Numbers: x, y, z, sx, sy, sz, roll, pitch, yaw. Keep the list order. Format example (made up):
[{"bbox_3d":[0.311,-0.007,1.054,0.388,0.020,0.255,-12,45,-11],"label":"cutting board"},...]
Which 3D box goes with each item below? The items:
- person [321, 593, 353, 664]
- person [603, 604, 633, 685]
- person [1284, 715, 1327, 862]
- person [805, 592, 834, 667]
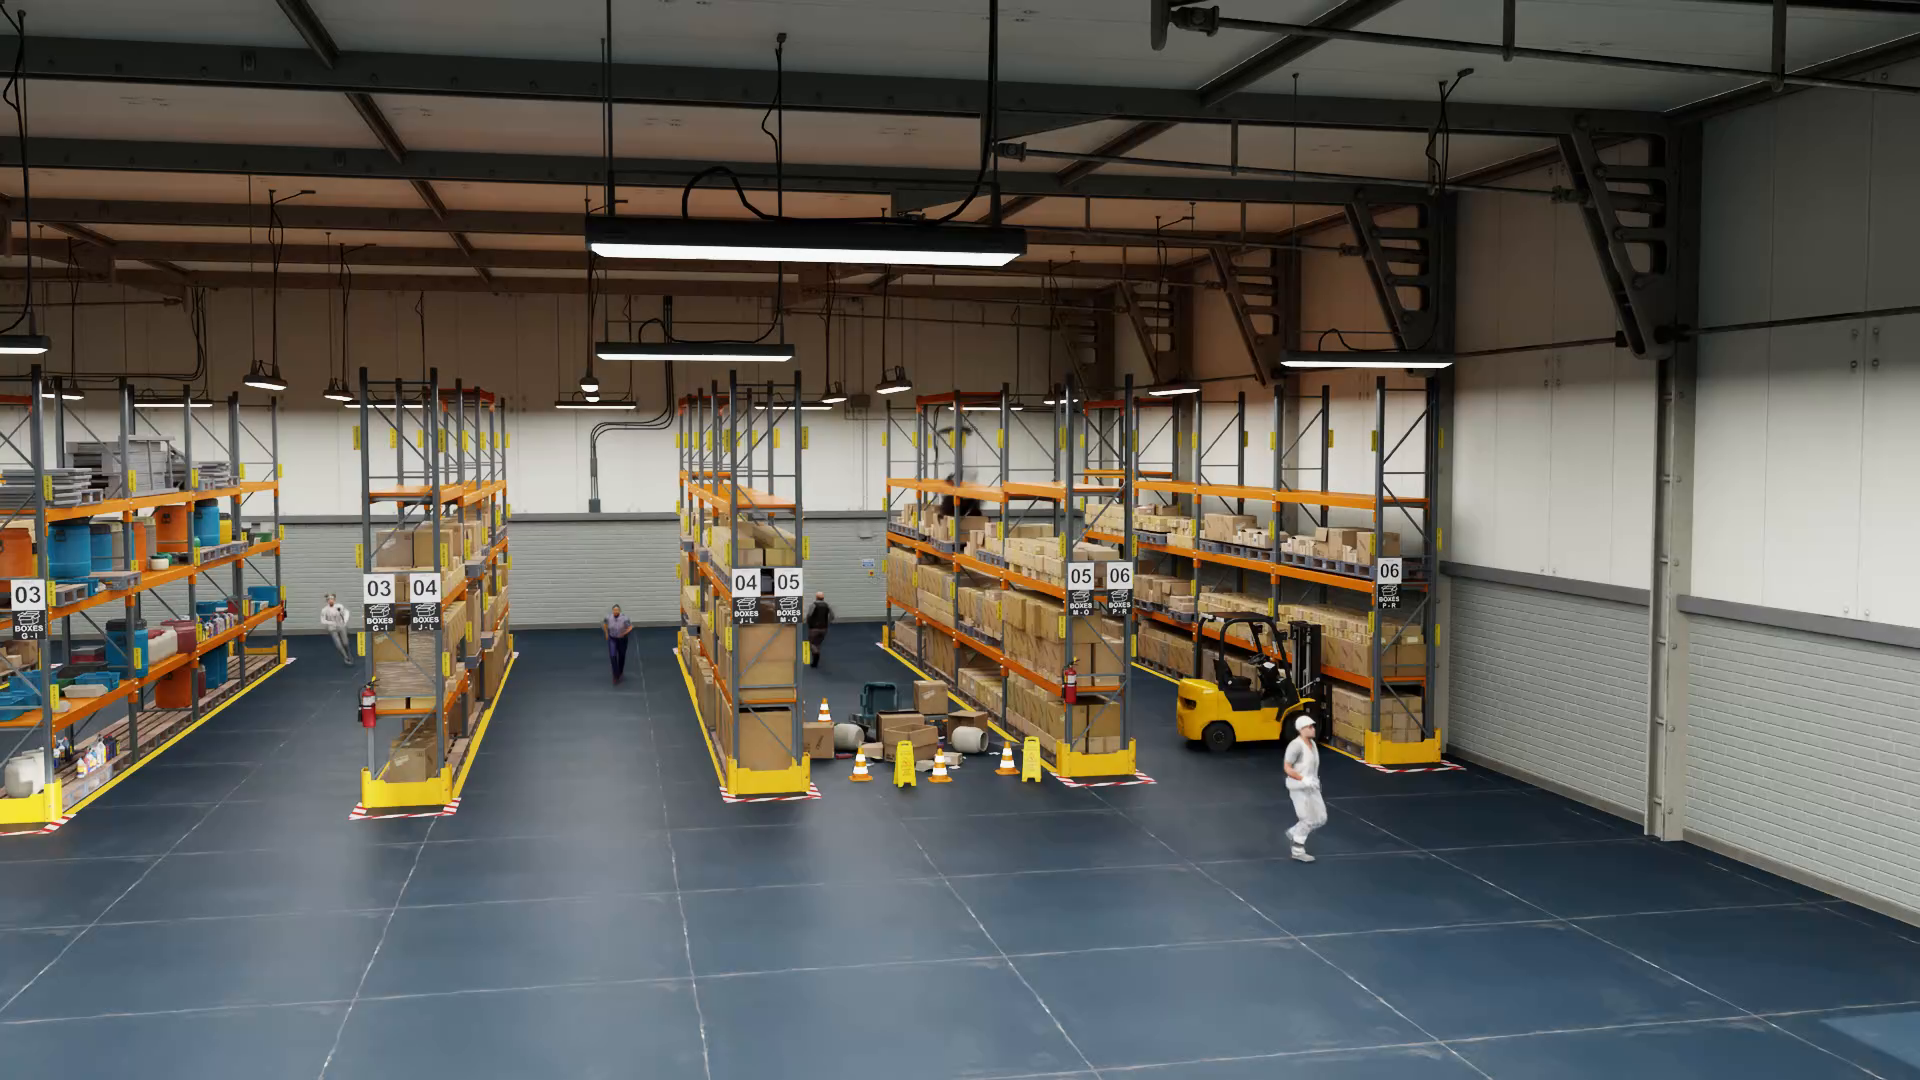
[{"bbox_3d":[-13.895,1.976,37.070,0.659,1.613,0.538,-1,4,-23],"label":"person"},{"bbox_3d":[-7.118,2.144,34.626,0.609,1.652,1.060,-1,3,-11],"label":"person"},{"bbox_3d":[4.078,2.951,19.745,0.590,1.745,0.659,3,5,42],"label":"person"},{"bbox_3d":[-3.099,1.985,36.781,0.683,1.683,0.582,-2,4,-31],"label":"person"}]
